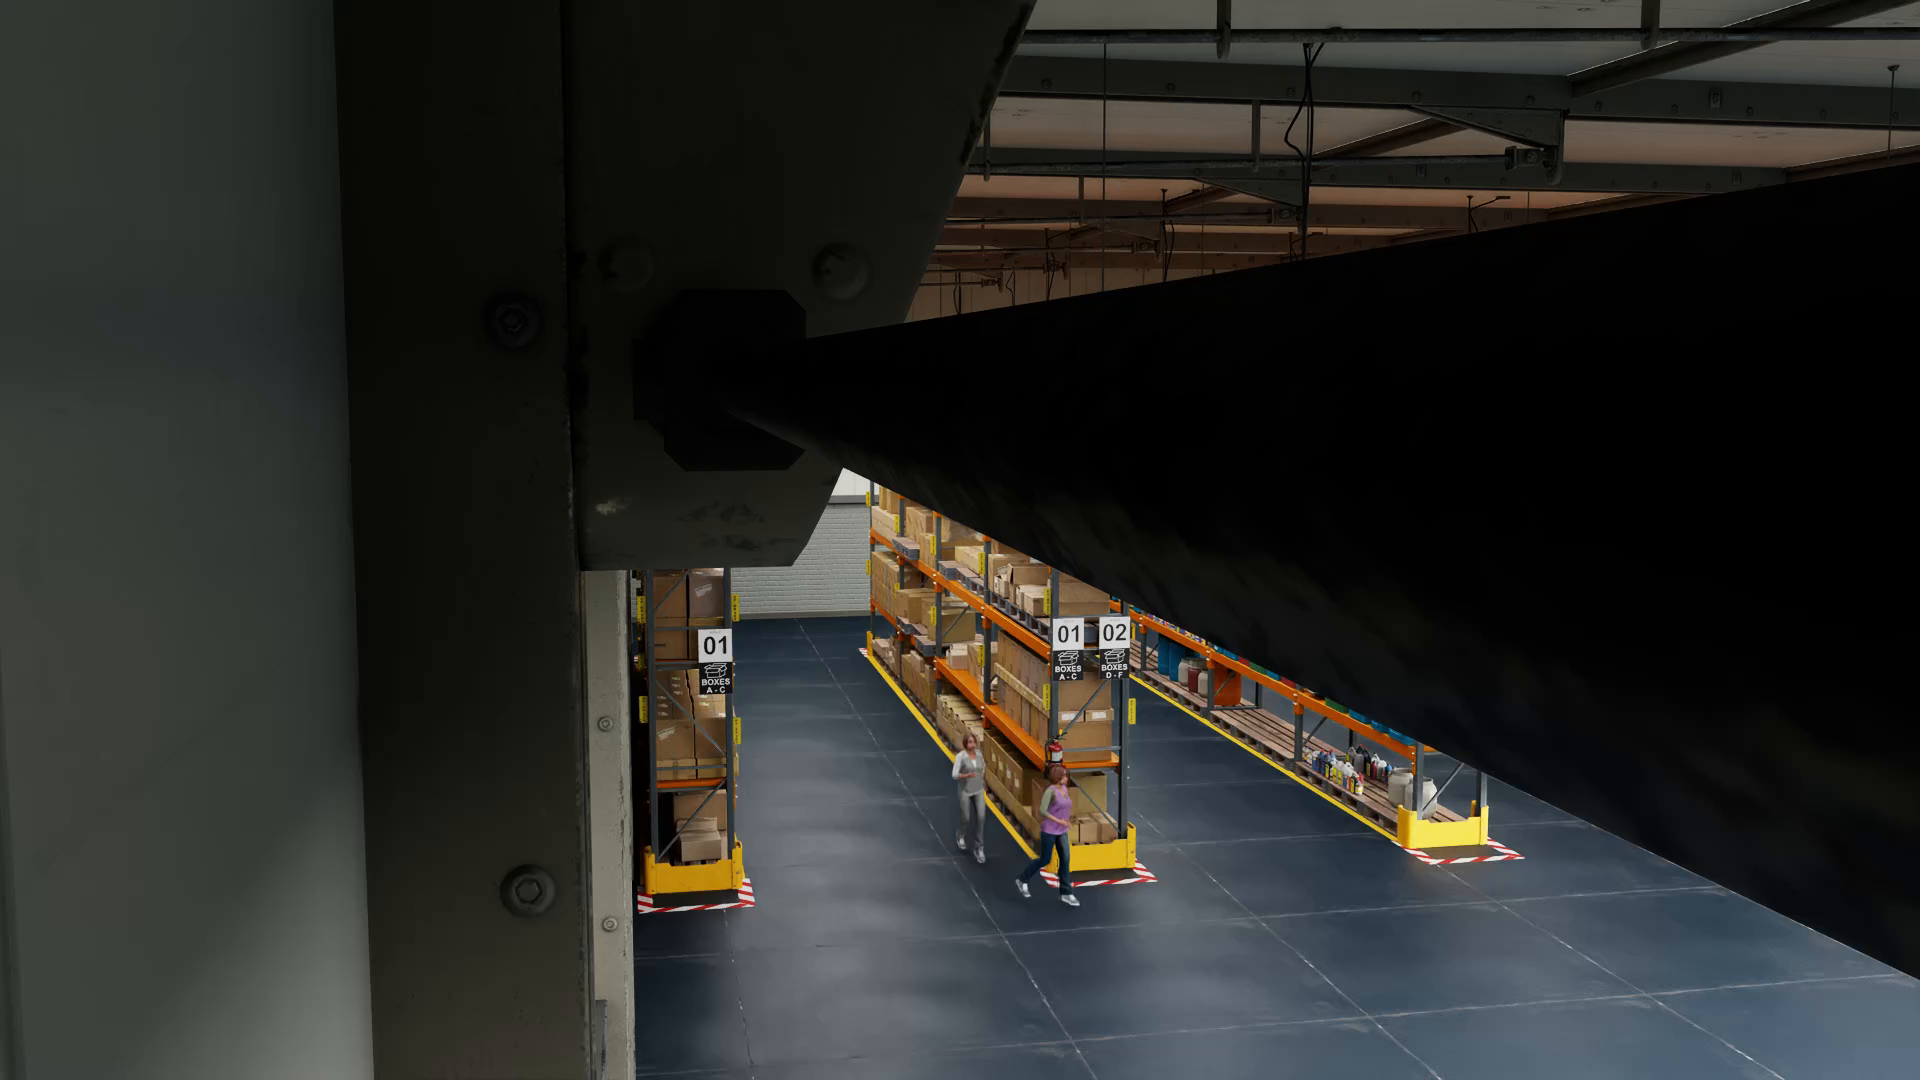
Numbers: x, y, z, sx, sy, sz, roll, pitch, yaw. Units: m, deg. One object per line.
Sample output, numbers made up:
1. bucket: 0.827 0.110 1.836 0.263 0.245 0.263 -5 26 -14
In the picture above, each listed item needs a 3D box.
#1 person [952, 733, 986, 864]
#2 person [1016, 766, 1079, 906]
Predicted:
1. person: 0.132 3.285 21.423 0.525 1.629 0.733 -2 6 -18
2. person: 1.145 3.466 19.717 0.845 1.574 0.603 5 8 38
